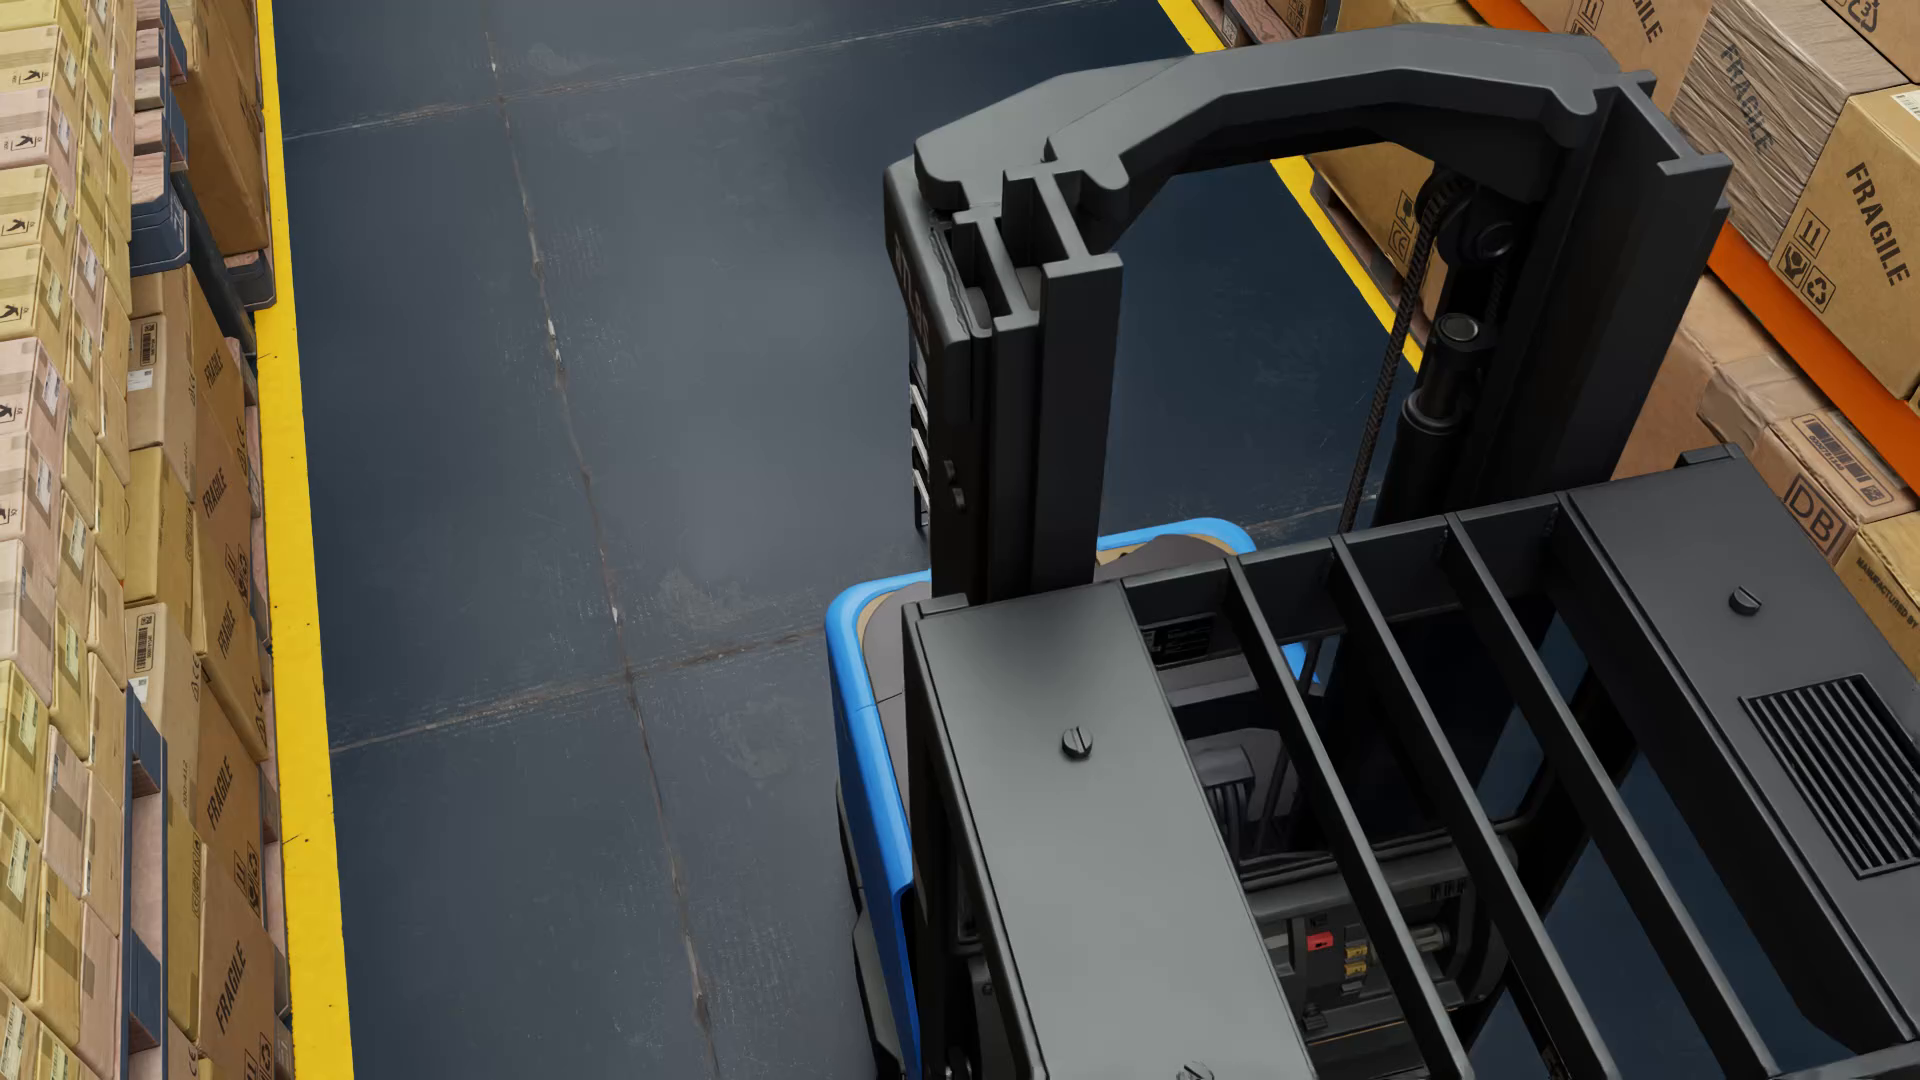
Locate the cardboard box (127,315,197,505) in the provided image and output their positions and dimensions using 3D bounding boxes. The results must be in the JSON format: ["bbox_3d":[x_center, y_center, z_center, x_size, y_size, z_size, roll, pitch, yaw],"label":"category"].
[{"bbox_3d":[-2.328,-0.300,4.411,0.500,0.250,0.500,-13,51,-10],"label":"cardboard box"}]

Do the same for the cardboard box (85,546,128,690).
[{"bbox_3d":[-1.741,0.186,3.021,0.380,0.149,0.250,-15,52,-13],"label":"cardboard box"}]

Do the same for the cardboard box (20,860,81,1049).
[{"bbox_3d":[-1.513,0.656,2.430,0.380,0.149,0.250,-14,51,-12],"label":"cardboard box"}]

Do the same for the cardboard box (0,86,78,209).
[{"bbox_3d":[-2.060,-0.780,3.446,0.380,0.149,0.250,-13,51,-11],"label":"cardboard box"}]

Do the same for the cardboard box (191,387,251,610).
[{"bbox_3d":[-2.346,-0.063,4.702,0.500,0.500,0.500,-11,51,-10],"label":"cardboard box"}]

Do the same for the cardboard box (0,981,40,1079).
[{"bbox_3d":[-1.435,0.749,2.158,0.380,0.149,0.250,-11,51,-9],"label":"cardboard box"}]

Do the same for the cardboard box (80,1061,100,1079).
[{"bbox_3d":[-1.435,0.940,2.385,0.380,0.149,0.250,-16,52,-13],"label":"cardboard box"}]

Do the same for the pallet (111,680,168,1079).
[{"bbox_3d":[-1.844,0.857,2.691,1.003,0.211,1.213,-13,51,-11],"label":"pallet"}]

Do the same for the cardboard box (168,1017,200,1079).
[{"bbox_3d":[-1.724,1.216,3.133,0.500,0.250,0.500,-15,52,-13],"label":"cardboard box"}]

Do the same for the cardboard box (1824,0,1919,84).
[{"bbox_3d":[2.423,-1.436,3.777,0.797,0.503,0.637,-12,51,-10],"label":"cardboard box"}]

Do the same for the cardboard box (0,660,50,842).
[{"bbox_3d":[-1.596,0.359,2.486,0.380,0.149,0.250,-13,51,-11],"label":"cardboard box"}]

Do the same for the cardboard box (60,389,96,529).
[{"bbox_3d":[-1.827,-0.113,3.078,0.380,0.149,0.250,-14,51,-12],"label":"cardboard box"}]

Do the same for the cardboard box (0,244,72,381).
[{"bbox_3d":[-1.901,-0.392,3.119,0.380,0.149,0.250,-12,51,-10],"label":"cardboard box"}]

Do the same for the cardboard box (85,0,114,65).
[{"bbox_3d":[-2.279,-1.233,4.022,0.380,0.149,0.250,-12,51,-10],"label":"cardboard box"}]

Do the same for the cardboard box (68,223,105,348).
[{"bbox_3d":[-1.976,-0.486,3.393,0.380,0.149,0.250,-12,51,-10],"label":"cardboard box"}]

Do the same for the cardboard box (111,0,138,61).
[{"bbox_3d":[-2.355,-1.333,4.302,0.380,0.149,0.250,-13,51,-10],"label":"cardboard box"}]

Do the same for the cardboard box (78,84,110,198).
[{"bbox_3d":[-2.125,-0.858,3.707,0.380,0.149,0.250,-13,51,-11],"label":"cardboard box"}]

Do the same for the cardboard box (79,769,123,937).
[{"bbox_3d":[-1.592,0.556,2.709,0.380,0.149,0.250,-13,51,-11],"label":"cardboard box"}]

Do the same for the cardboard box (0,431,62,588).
[{"bbox_3d":[-1.744,-0.011,2.798,0.380,0.149,0.250,-14,51,-11],"label":"cardboard box"}]

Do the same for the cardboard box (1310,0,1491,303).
[{"bbox_3d":[2.012,-1.524,5.688,1.225,0.875,0.875,-15,52,-13],"label":"cardboard box"}]

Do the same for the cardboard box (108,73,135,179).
[{"bbox_3d":[-2.207,-0.964,3.990,0.380,0.149,0.250,-13,51,-10],"label":"cardboard box"}]

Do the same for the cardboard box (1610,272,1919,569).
[{"bbox_3d":[2.537,-0.227,4.595,1.225,0.875,0.875,-15,51,-12],"label":"cardboard box"}]

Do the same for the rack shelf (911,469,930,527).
[{"bbox_3d":[0.002,-0.147,5.064,0.258,0.077,0.200,-13,51,-11],"label":"rack shelf"}]

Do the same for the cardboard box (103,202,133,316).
[{"bbox_3d":[-2.056,-0.584,3.670,0.380,0.149,0.250,-15,52,-13],"label":"cardboard box"}]

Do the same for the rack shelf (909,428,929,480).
[{"bbox_3d":[0.002,-0.263,4.926,0.258,0.077,0.200,-13,51,-11],"label":"rack shelf"}]

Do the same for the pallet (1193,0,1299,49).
[{"bbox_3d":[1.598,-2.255,7.013,1.003,0.211,1.213,-13,51,-11],"label":"pallet"}]

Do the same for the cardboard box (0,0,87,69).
[{"bbox_3d":[-2.208,-1.152,3.759,0.380,0.149,0.250,-12,51,-10],"label":"cardboard box"}]

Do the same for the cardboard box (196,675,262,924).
[{"bbox_3d":[-2.048,0.692,4.065,0.500,0.500,0.500,-13,51,-10],"label":"cardboard box"}]

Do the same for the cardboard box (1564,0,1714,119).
[{"bbox_3d":[2.021,-1.449,4.444,0.500,0.500,0.500,-14,51,-12],"label":"cardboard box"}]

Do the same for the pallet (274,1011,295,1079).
[{"bbox_3d":[-1.989,1.717,3.664,1.003,0.211,1.213,-13,51,-11],"label":"pallet"}]

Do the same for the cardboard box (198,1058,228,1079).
[{"bbox_3d":[-1.723,1.457,3.420,0.500,0.500,0.500,-12,51,-10],"label":"cardboard box"}]

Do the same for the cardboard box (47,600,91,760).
[{"bbox_3d":[-1.667,0.277,2.749,0.380,0.149,0.250,-15,52,-13],"label":"cardboard box"}]

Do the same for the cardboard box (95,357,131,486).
[{"bbox_3d":[-1.897,-0.197,3.344,0.380,0.149,0.250,-15,52,-13],"label":"cardboard box"}]

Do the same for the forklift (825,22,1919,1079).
[{"bbox_3d":[0.530,0.864,2.604,1.130,2.935,3.031,-11,51,-9],"label":"forklift"}]

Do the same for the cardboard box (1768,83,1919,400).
[{"bbox_3d":[2.311,-0.716,3.827,0.500,0.500,0.500,-14,51,-11],"label":"cardboard box"}]

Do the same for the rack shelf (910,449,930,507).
[{"bbox_3d":[0.002,-0.205,4.995,0.258,0.077,0.200,-13,51,-11],"label":"rack shelf"}]

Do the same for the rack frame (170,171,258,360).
[{"bbox_3d":[-2.940,-1.535,4.582,1.000,3.000,0.127,-13,51,-11],"label":"rack frame"}]

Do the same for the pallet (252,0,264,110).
[{"bbox_3d":[-3.459,-2.119,6.898,1.003,0.211,1.213,-13,51,-11],"label":"pallet"}]

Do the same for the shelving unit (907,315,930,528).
[{"bbox_3d":[0.002,-0.284,4.901,0.258,0.900,0.210,-13,51,-11],"label":"shelving unit"}]

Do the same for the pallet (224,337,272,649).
[{"bbox_3d":[-2.711,-0.065,5.167,1.003,0.211,1.213,-13,51,-11],"label":"pallet"}]

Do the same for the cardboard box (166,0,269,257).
[{"bbox_3d":[-3.034,-1.410,5.674,1.050,0.750,0.750,-14,51,-11],"label":"cardboard box"}]

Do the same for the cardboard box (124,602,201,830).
[{"bbox_3d":[-2.030,0.454,3.775,0.500,0.250,0.500,-12,51,-10],"label":"cardboard box"}]

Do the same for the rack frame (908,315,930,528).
[{"bbox_3d":[-0.028,-0.358,4.964,0.240,0.900,0.006,-13,51,-11],"label":"rack frame"}]
